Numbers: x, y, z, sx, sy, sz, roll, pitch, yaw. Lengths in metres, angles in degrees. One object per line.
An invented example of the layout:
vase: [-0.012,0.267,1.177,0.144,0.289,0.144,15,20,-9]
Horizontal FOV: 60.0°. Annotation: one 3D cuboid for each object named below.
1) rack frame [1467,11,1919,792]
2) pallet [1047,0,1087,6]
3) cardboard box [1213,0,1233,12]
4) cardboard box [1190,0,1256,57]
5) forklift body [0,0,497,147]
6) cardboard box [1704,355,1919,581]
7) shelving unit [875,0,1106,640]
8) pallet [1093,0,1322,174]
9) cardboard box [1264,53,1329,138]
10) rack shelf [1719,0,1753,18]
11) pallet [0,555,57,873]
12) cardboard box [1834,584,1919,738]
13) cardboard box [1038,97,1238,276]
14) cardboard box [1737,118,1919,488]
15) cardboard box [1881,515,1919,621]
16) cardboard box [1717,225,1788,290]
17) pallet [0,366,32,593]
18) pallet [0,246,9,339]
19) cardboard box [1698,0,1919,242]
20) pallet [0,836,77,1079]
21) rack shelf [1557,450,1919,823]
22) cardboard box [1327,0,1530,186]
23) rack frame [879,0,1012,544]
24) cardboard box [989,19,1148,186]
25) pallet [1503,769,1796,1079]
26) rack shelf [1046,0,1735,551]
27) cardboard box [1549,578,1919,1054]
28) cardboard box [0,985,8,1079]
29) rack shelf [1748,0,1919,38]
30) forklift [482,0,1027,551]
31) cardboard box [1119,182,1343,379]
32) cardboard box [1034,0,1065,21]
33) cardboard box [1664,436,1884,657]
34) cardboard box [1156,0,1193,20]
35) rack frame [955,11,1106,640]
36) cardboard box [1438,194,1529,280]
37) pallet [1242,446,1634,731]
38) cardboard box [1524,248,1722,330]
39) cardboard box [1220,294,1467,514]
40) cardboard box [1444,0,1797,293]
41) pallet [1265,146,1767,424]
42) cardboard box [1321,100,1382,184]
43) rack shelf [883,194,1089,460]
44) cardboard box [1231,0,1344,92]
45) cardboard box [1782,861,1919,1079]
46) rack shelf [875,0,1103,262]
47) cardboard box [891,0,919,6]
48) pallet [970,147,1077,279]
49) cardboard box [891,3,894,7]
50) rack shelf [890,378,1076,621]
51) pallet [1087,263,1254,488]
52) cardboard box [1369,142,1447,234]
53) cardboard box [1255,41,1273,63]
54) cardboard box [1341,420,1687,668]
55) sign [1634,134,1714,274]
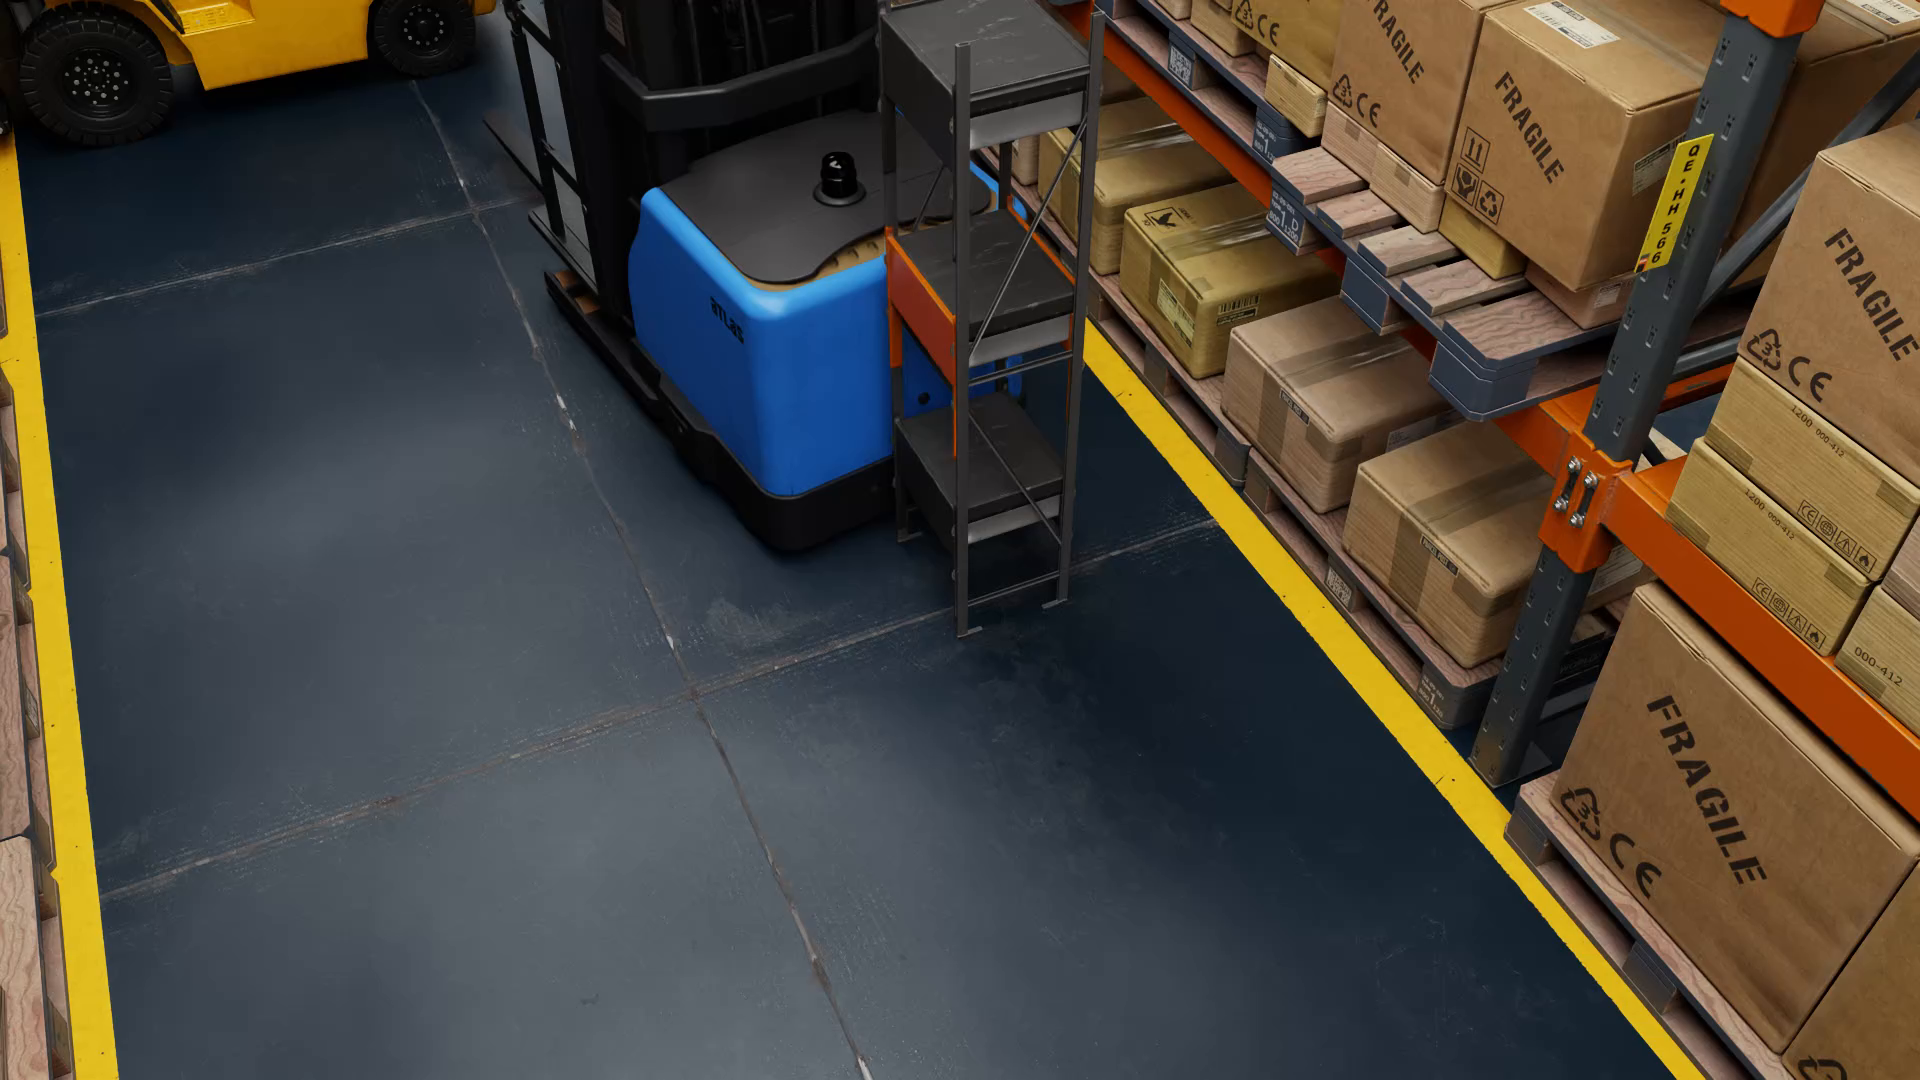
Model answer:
rack frame: [2.024,-0.502,4.123,1.000,3.000,0.127,-18,47,-17]
pallet: [0.531,-2.452,6.236,1.003,0.211,1.213,-18,47,-17]
cardboard box: [0.911,-1.996,5.055,0.500,0.500,0.500,-20,48,-19]
cardboard box: [0.949,-1.665,5.182,0.380,0.149,0.250,-19,48,-19]
forklift body: [-3.390,-3.160,7.421,2.313,2.155,1.214,-18,47,-17]
cardboard box: [2.013,-0.230,3.599,0.500,0.250,0.500,-18,47,-18]
shelving unit: [0.070,-0.642,4.906,0.431,2.100,0.503,-18,47,-17]
pallet: [1.154,-1.683,5.456,1.003,0.211,1.213,-18,47,-17]
cardboard box: [1.120,-1.332,4.844,0.380,0.149,0.250,-17,47,-17]
rack shelf: [1.183,-2.588,4.613,1.077,0.370,4.000,-18,47,-17]
pallet: [-3.298,0.647,4.944,1.003,0.211,1.213,-18,47,-17]
cardboard box: [2.233,0.260,3.458,0.500,0.250,0.500,-19,48,-19]
cardboard box: [0.870,-1.474,6.680,0.950,0.372,0.625,-15,47,-15]
cardboard box: [2.009,-0.506,3.345,0.500,0.500,0.500,-20,48,-19]
cardboard box: [2.229,0.099,3.264,0.500,0.250,0.500,-17,47,-16]
cardboard box: [2.056,-0.824,4.329,0.380,0.149,0.250,-21,48,-20]
pallet: [-3.815,-0.132,5.733,1.003,0.211,1.213,-18,47,-17]
pallet: [-4.457,-1.109,6.723,1.003,0.211,1.213,-18,47,-17]
cardboard box: [2.044,-1.148,4.195,0.500,0.500,0.500,-19,48,-19]
pallet: [-2.789,1.423,4.157,1.003,0.211,1.213,-18,47,-17]
rack shelf: [2.865,1.029,3.084,1.077,0.370,4.000,-18,47,-17]
cardboard box: [1.353,-1.326,4.377,0.500,0.500,0.500,-19,48,-18]
rack frame: [-0.033,-0.797,5.063,0.400,2.100,0.015,-18,47,-17]
cardboard box: [0.565,-1.931,7.143,0.950,0.372,0.625,-17,47,-17]
pallet: [2.287,1.016,4.570,1.003,0.211,1.213,-18,47,-17]
rack shelf: [1.183,-1.520,5.667,1.077,0.370,4.000,-18,47,-17]
cardboard box: [2.239,0.570,4.250,0.875,0.875,0.875,-18,48,-18]
cardboard box: [-2.728,1.261,3.728,0.875,0.625,0.625,-17,47,-16]
rack shelf: [2.865,-0.039,2.030,1.077,0.370,4.000,-18,47,-17]
forklift: [-0.999,-2.017,5.707,1.130,2.935,3.031,-25,50,-23]
cardboard box: [1.164,-1.031,6.232,0.950,0.372,0.625,-17,47,-16]
cardboard box: [0.339,-2.677,7.986,0.500,0.250,0.500,-20,48,-19]
cardboard box: [2.001,-0.062,3.784,0.500,0.250,0.500,-19,48,-18]
cardboard box: [0.810,-1.826,5.345,0.380,0.149,0.250,-16,47,-16]
rack frame: [0.172,-0.486,4.748,0.400,2.100,0.015,-18,47,-17]
cardboard box: [1.494,-0.850,4.356,0.380,0.149,0.250,-17,47,-17]
pallet: [1.696,-0.007,5.607,1.003,0.211,1.213,-18,47,-17]
cardboard box: [1.672,-0.701,4.205,0.380,0.149,0.250,-16,47,-16]
cardboard box: [1.478,-0.546,5.740,0.950,0.372,0.625,-19,48,-18]
cardboard box: [1.580,-1.000,4.046,0.500,0.500,0.500,-19,48,-19]
pallet: [1.627,-0.856,4.618,1.213,0.211,1.003,-18,47,-17]
cardboard box: [1.249,-1.161,4.670,0.380,0.149,0.250,-20,48,-19]
rack shelf: [0.070,-0.632,4.915,0.431,0.518,0.480,-18,47,-17]
cardboard box: [1.140,-1.648,4.702,0.500,0.500,0.500,-21,48,-20]
cardboard box: [2.610,1.140,3.673,0.875,0.875,0.875,-17,47,-17]
rack shelf: [0.070,-1.130,4.424,0.431,0.518,0.480,-18,47,-17]
cardboard box: [-0.150,-2.786,7.563,0.500,0.500,0.500,-19,48,-18]
pallet: [0.670,-1.562,7.183,1.003,0.211,1.213,-18,47,-17]
cardboard box: [-0.151,-2.519,7.826,0.500,0.250,0.500,-16,47,-16]
rack shelf: [0.070,-0.134,5.407,0.431,0.518,0.480,-18,47,-17]
pallet: [1.187,-0.784,6.394,1.003,0.211,1.213,-18,47,-17]
cardboard box: [1.347,-0.998,4.505,0.380,0.149,0.250,-18,48,-18]
cardboard box: [1.129,-1.529,5.044,0.380,0.149,0.250,-18,47,-17]
cardboard box: [1.795,-0.079,5.266,0.950,0.372,0.625,-21,48,-20]
sign: [1.535,-0.719,3.575,0.100,0.325,0.005,-18,47,-17]
